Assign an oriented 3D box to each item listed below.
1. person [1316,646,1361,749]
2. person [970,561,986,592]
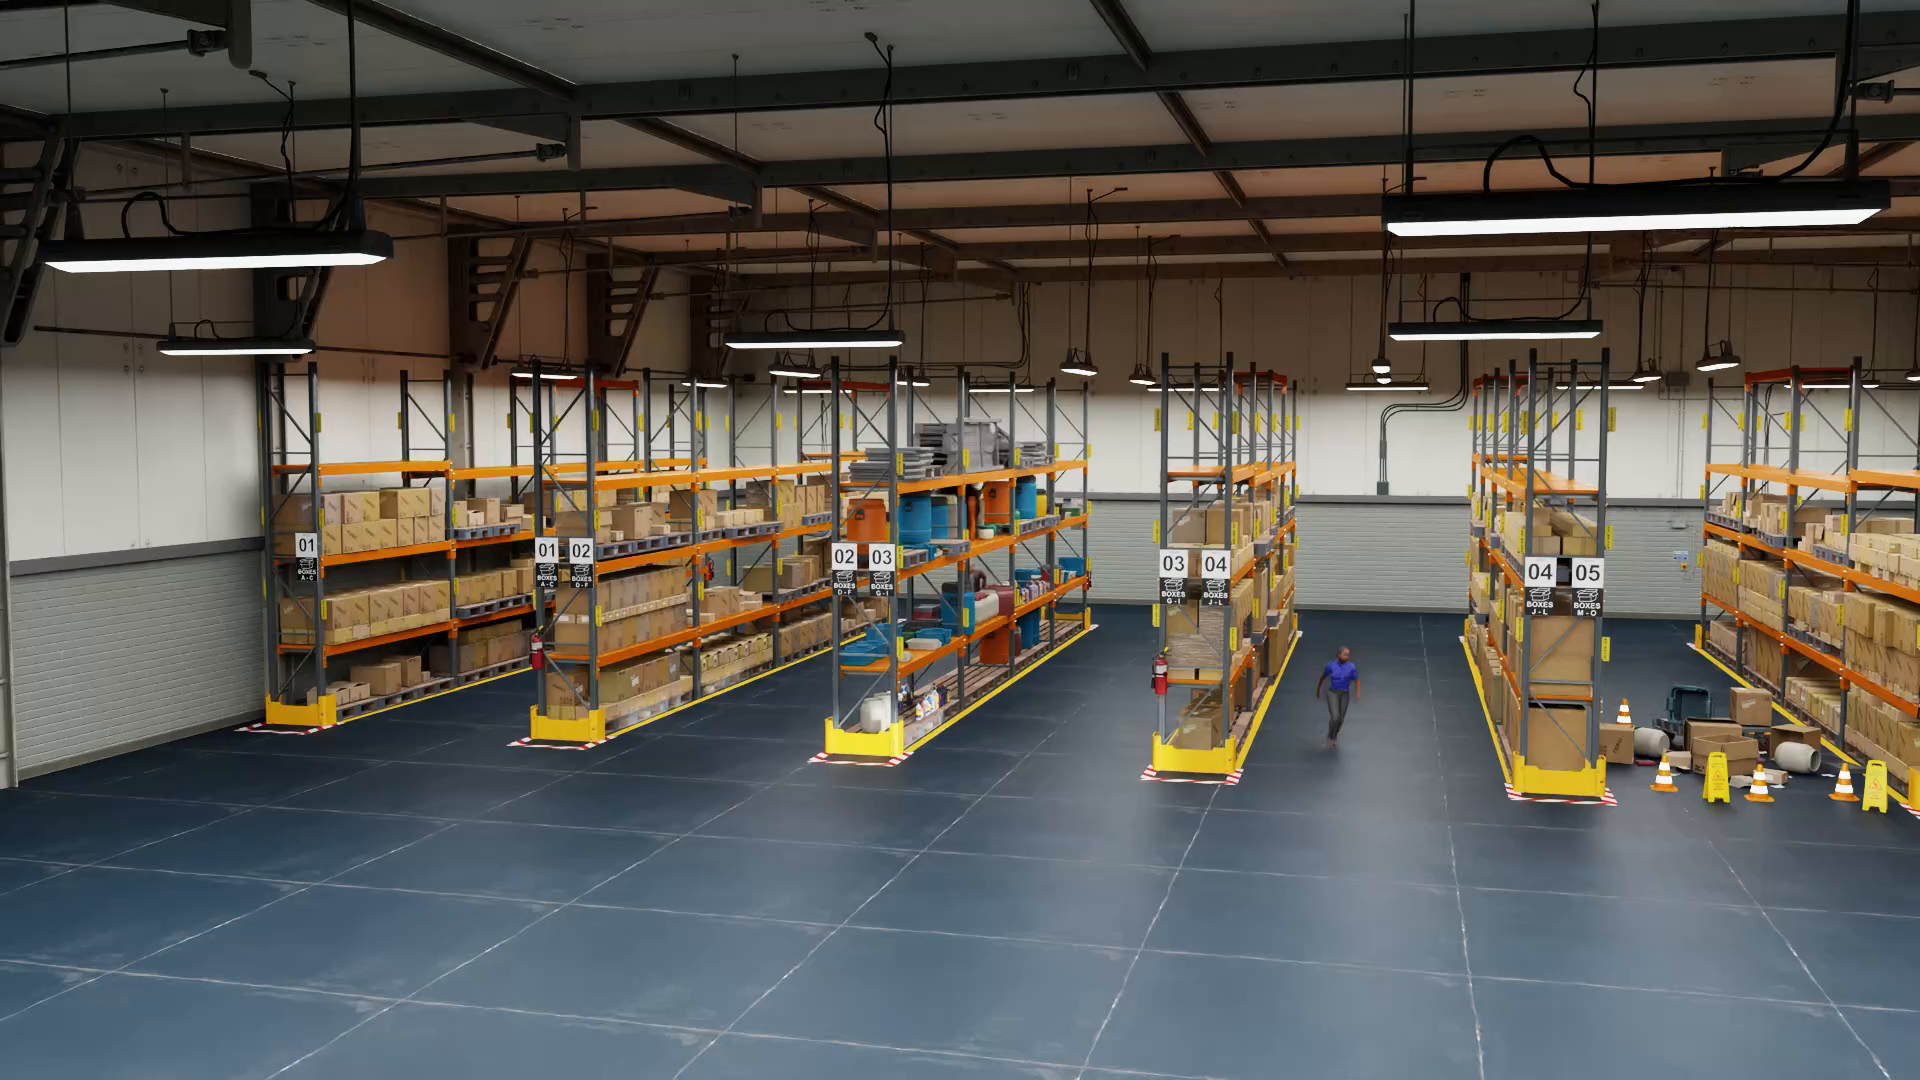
[{"bbox_3d":[5.814,2.404,25.369,0.535,1.604,0.791,-1,4,-8],"label":"person"},{"bbox_3d":[0.289,1.350,39.563,0.641,1.732,1.036,1,4,9],"label":"person"}]
